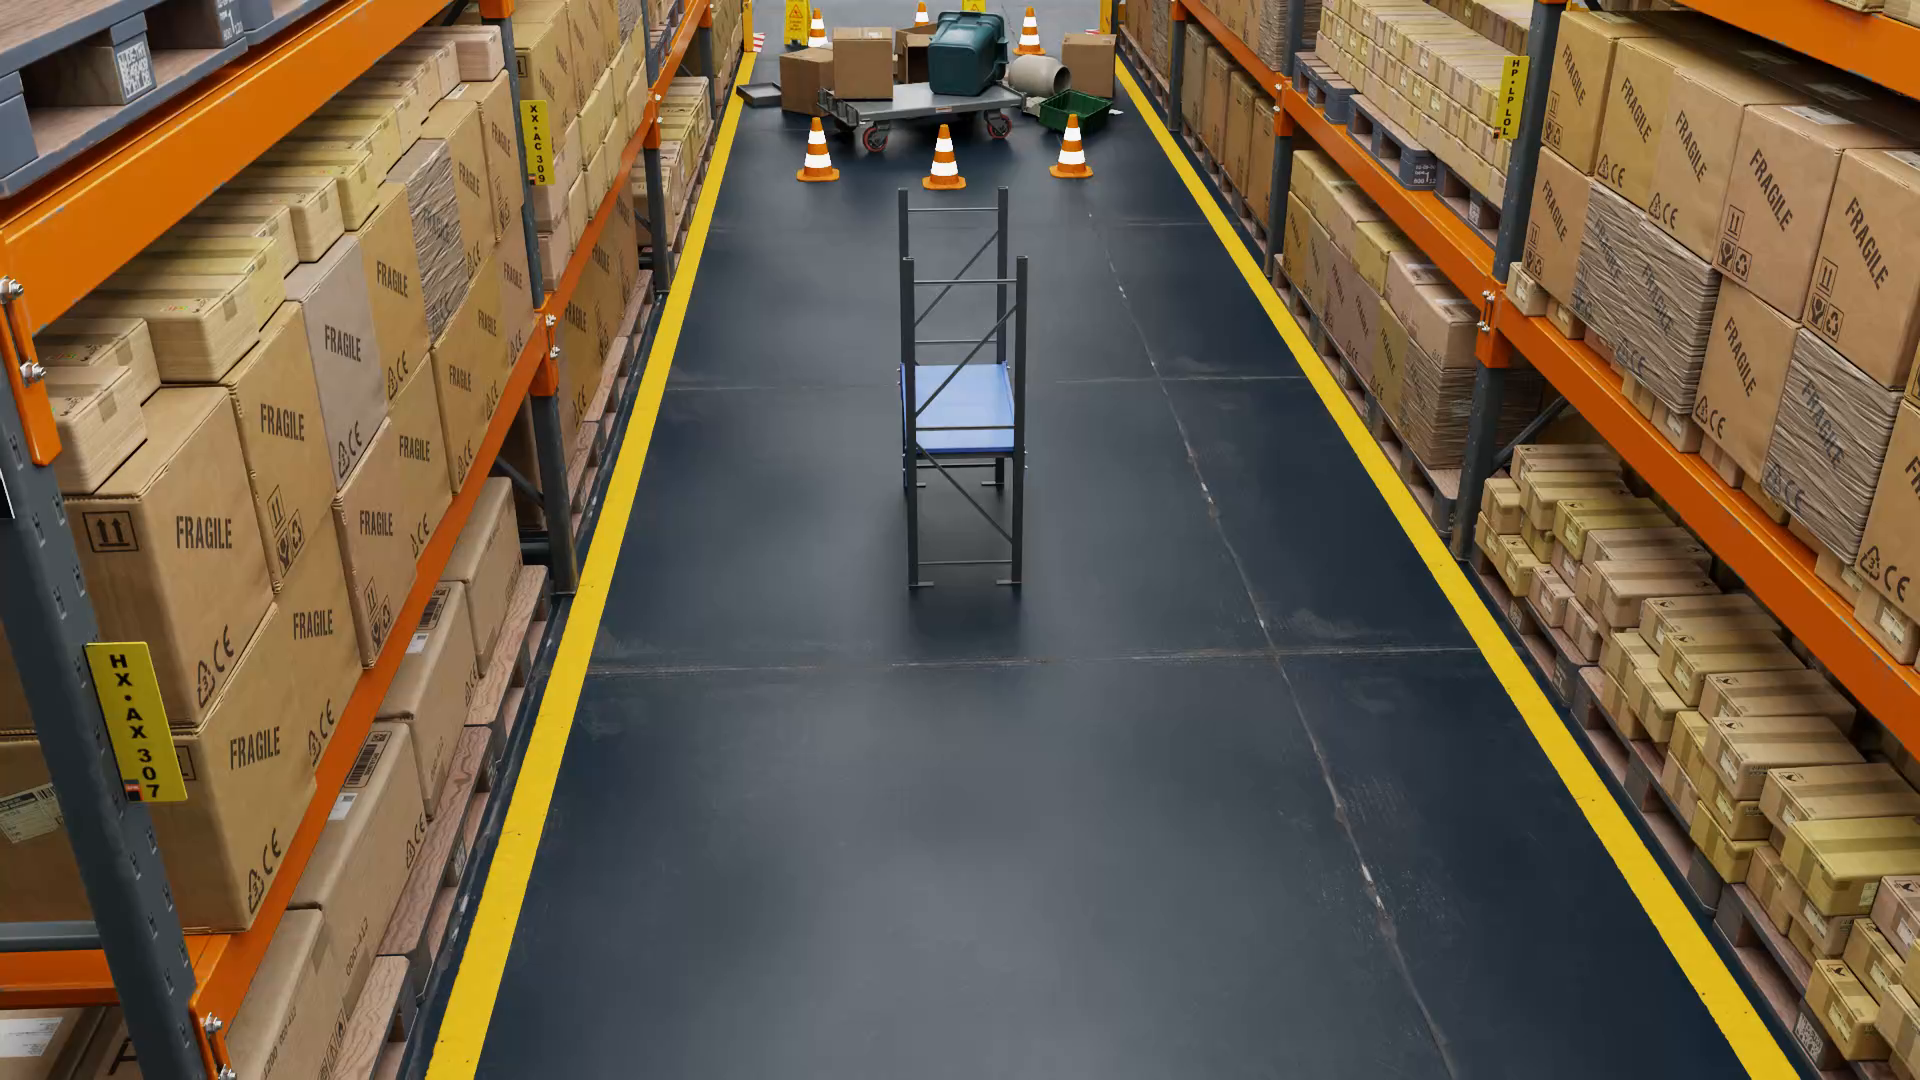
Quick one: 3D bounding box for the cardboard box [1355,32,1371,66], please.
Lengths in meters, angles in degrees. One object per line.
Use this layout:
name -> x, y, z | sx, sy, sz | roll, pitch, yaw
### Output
cardboard box -> 2.416, -2.727, 9.230 | 0.380, 0.149, 0.250 | -1, 28, -2

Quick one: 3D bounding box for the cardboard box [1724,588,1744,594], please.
cardboard box -> 3.093, 0.302, 6.235 | 0.380, 0.149, 0.250 | -1, 28, -1

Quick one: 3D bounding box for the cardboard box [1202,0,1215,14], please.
cardboard box -> 2.145, -4.291, 12.625 | 0.500, 0.500, 0.500 | -2, 28, -3

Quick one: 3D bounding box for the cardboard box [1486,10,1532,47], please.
cardboard box -> 3.077, -2.764, 8.981 | 0.380, 0.149, 0.250 | -1, 28, -3

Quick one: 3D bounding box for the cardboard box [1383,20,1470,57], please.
cardboard box -> 2.445, -2.626, 8.716 | 0.380, 0.149, 0.250 | -1, 28, -1

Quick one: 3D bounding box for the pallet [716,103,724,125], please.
pallet -> -2.673, -3.867, 14.936 | 1.003, 0.211, 1.213 | -1, 28, -3

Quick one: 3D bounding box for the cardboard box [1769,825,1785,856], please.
cardboard box -> 2.709, 0.924, 5.041 | 0.380, 0.149, 0.250 | -2, 28, -3

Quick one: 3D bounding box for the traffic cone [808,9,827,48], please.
traffic cone -> -1.501, -5.349, 17.505 | 0.336, 0.463, 0.334 | -1, 28, -3

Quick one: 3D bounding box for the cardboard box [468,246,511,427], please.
cardboard box -> -1.873, -0.698, 5.737 | 0.500, 0.500, 0.500 | -2, 28, -4

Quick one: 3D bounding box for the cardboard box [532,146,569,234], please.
cardboard box -> -1.926, -1.465, 6.936 | 0.500, 0.250, 0.500 | -2, 28, -4

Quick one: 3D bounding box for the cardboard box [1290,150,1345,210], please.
cardboard box -> 2.339, -2.199, 10.160 | 0.500, 0.250, 0.500 | -3, 28, -5

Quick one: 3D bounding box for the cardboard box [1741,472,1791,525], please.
cardboard box -> 2.653, -0.170, 5.104 | 0.380, 0.149, 0.250 | -1, 28, -2

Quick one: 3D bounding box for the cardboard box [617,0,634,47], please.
cardboard box -> -2.070, -2.965, 9.002 | 0.500, 0.500, 0.500 | -1, 28, -2

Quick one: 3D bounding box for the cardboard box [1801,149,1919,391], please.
cardboard box -> 2.627, -0.717, 4.370 | 0.500, 0.500, 0.500 | 0, 28, 0

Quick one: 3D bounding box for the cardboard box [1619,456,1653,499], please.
cardboard box -> 3.032, -0.294, 7.055 | 0.380, 0.149, 0.250 | -1, 28, -1

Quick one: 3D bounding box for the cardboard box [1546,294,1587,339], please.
cardboard box -> 2.529, -0.898, 6.500 | 0.380, 0.149, 0.250 | -1, 28, -1

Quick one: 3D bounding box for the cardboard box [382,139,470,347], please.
cardboard box -> -1.830, -0.906, 5.055 | 0.500, 0.500, 0.500 | -1, 28, -2

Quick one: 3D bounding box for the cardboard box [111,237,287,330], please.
cardboard box -> -1.734, -0.561, 3.692 | 0.380, 0.149, 0.250 | -2, 28, -4

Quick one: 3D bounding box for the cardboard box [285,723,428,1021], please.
cardboard box -> -2.166, 0.973, 4.958 | 0.875, 0.438, 0.875 | -1, 28, -1

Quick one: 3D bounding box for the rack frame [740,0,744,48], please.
rack frame -> -2.811, -6.641, 17.240 | 1.000, 3.000, 0.127 | -1, 28, -3

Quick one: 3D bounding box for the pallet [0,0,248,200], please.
pallet -> -2.025, -0.885, 3.056 | 1.003, 0.211, 1.213 | -1, 28, -3

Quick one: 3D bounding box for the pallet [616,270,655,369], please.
pallet -> -2.428, -1.344, 10.099 | 1.003, 0.211, 1.213 | -1, 28, -3

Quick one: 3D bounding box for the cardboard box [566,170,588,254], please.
cardboard box -> -1.973, -1.481, 7.509 | 0.500, 0.250, 0.500 | -2, 28, -4

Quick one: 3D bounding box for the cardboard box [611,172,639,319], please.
cardboard box -> -2.441, -1.870, 9.935 | 0.875, 0.875, 0.875 | -2, 28, -3

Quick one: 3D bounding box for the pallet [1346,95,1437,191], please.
pallet -> 2.689, -2.115, 8.768 | 1.003, 0.211, 1.213 | -1, 28, -3

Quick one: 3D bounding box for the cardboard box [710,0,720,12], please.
cardboard box -> -2.310, -4.719, 14.562 | 0.380, 0.149, 0.250 | -1, 28, -2

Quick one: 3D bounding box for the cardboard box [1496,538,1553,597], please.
cardboard box -> 2.465, 0.111, 6.922 | 0.380, 0.149, 0.250 | -1, 28, -1

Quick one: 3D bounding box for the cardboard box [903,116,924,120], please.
cardboard box -> -0.502, -4.010, 15.151 | 0.258, 0.266, 0.396 | -23, 35, -37

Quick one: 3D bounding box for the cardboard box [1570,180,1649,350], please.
cardboard box -> 2.560, -0.979, 5.953 | 0.500, 0.500, 0.500 | -1, 28, -3

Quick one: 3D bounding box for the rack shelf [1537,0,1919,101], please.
rack shelf -> 2.858, -1.353, 4.635 | 1.077, 0.370, 4.000 | -1, 28, -3

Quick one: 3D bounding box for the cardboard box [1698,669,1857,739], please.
cardboard box -> 2.662, 0.555, 5.427 | 0.380, 0.149, 0.250 | -2, 28, -4

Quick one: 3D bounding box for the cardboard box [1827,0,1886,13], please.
cardboard box -> 2.580, -1.595, 4.484 | 0.500, 0.250, 0.500 | 0, 28, 0

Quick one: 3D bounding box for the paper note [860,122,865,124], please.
paper note -> -0.926, -3.763, 14.933 | 0.148, 0.019, 0.142 | -1, 28, -3

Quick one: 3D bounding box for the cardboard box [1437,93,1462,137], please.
cardboard box -> 2.491, -2.014, 7.863 | 0.380, 0.149, 0.250 | -2, 28, -4

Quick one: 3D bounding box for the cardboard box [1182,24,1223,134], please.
cardboard box -> 2.458, -3.864, 13.894 | 1.050, 0.750, 0.750 | -2, 28, -3

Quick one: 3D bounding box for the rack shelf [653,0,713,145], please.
rack shelf -> -2.498, -3.551, 12.093 | 1.077, 0.370, 4.000 | -1, 28, -3

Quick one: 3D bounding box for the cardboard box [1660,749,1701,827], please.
cardboard box -> 2.588, 0.824, 5.555 | 0.380, 0.149, 0.250 | -1, 28, -2

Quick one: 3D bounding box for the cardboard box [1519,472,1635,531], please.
cardboard box -> 2.519, -0.159, 6.796 | 0.380, 0.149, 0.250 | 0, 28, 0

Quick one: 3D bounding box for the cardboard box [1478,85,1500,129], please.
cardboard box -> 2.522, -1.909, 7.341 | 0.380, 0.149, 0.250 | -2, 28, -4

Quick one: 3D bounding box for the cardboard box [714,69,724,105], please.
cardboard box -> -2.364, -4.040, 14.771 | 0.500, 0.250, 0.500 | -3, 28, -5

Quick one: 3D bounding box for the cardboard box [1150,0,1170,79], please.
cardboard box -> 2.322, -4.913, 15.769 | 0.875, 0.875, 0.875 | -1, 28, -2

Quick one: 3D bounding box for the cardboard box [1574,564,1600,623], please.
cardboard box -> 2.615, 0.207, 6.417 | 0.380, 0.149, 0.250 | -3, 28, -5

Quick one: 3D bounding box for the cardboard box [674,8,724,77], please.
cardboard box -> -2.364, -4.372, 14.598 | 0.500, 0.500, 0.500 | 0, 28, 0

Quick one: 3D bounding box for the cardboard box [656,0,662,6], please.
cardboard box -> -2.220, -3.763, 10.837 | 0.500, 0.500, 0.500 | 0, 28, 0

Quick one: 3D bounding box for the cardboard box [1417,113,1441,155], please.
cardboard box -> 2.476, -1.998, 8.155 | 0.380, 0.149, 0.250 | -3, 28, -5

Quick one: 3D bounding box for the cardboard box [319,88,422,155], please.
cardboard box -> -1.862, -1.269, 5.049 | 0.380, 0.149, 0.250 | -2, 28, -3

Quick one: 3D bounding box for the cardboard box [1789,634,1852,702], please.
cardboard box -> 3.077, 0.424, 5.678 | 0.380, 0.149, 0.250 | -1, 28, -3

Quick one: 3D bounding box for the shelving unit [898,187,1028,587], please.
shelving unit -> -0.004, -0.704, 7.479 | 0.538, 1.500, 1.048 | -1, 28, -3

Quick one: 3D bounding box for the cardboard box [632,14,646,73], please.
cardboard box -> -2.115, -2.884, 9.658 | 0.500, 0.250, 0.500 | -1, 28, -3

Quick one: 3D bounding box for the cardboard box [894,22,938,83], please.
cardboard box -> -0.191, -4.784, 16.379 | 0.797, 0.503, 0.637 | -23, 35, -37

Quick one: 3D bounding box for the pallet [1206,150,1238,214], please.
pallet -> 2.518, -2.804, 12.899 | 1.003, 0.211, 1.213 | -1, 28, -3

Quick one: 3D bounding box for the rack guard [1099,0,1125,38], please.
rack guard -> 2.125, -5.710, 18.158 | 1.175, 0.500, 0.348 | -1, 28, -3

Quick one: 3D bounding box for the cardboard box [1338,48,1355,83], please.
cardboard box -> 2.395, -2.728, 9.554 | 0.380, 0.149, 0.250 | 0, 28, 0

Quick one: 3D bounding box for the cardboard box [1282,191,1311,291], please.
cardboard box -> 2.327, -1.858, 10.318 | 0.500, 0.500, 0.500 | -3, 28, -5

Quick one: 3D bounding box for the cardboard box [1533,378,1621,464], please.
cardboard box -> 2.979, -0.691, 8.080 | 0.500, 0.500, 0.500 | 0, 28, -1

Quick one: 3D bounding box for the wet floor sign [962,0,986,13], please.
wet floor sign -> 0.148, -5.729, 18.037 | 0.267, 0.644, 0.232 | -6, 28, -11
